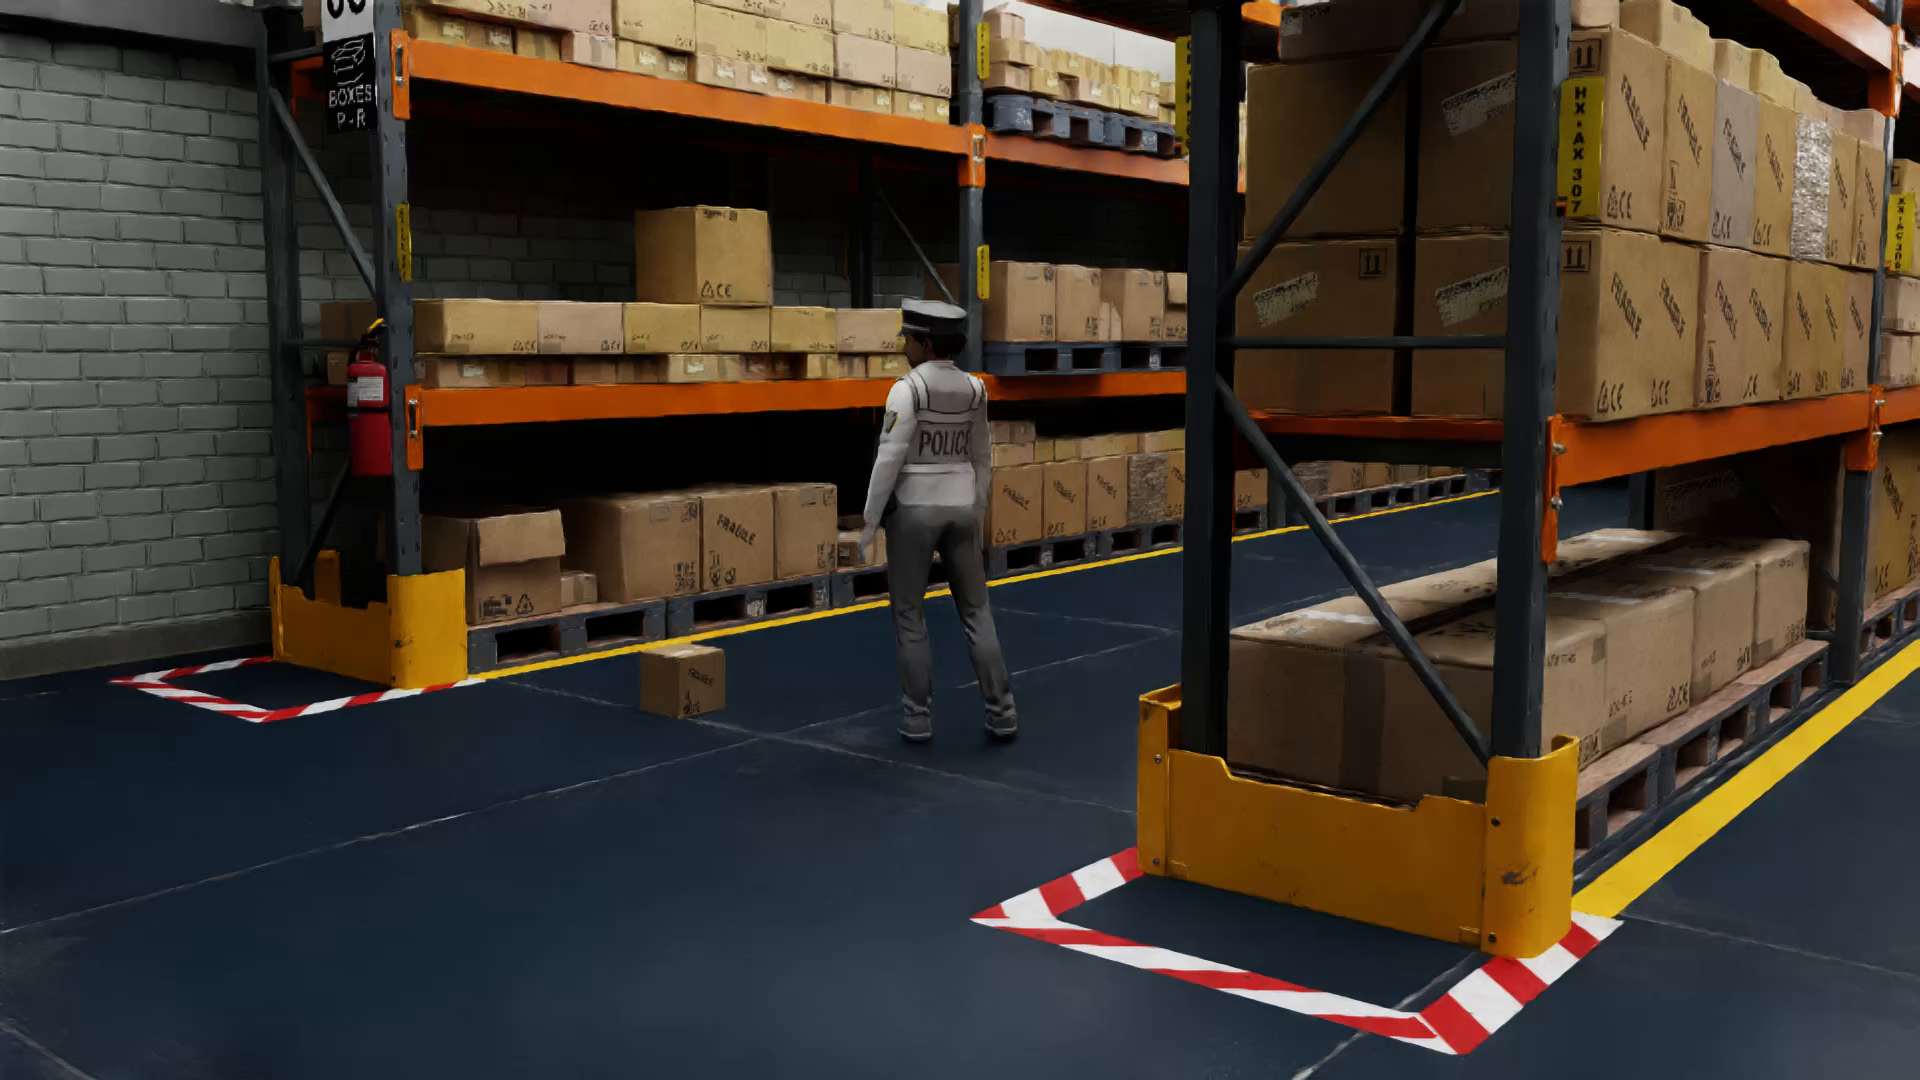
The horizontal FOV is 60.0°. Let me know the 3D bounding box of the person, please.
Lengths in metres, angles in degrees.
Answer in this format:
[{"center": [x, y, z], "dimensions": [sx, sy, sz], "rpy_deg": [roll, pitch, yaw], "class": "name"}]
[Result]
[{"center": [-0.080, -0.065, 6.266], "dimensions": [0.632, 1.674, 0.460], "rpy_deg": [-5, 8, -33], "class": "person"}]
